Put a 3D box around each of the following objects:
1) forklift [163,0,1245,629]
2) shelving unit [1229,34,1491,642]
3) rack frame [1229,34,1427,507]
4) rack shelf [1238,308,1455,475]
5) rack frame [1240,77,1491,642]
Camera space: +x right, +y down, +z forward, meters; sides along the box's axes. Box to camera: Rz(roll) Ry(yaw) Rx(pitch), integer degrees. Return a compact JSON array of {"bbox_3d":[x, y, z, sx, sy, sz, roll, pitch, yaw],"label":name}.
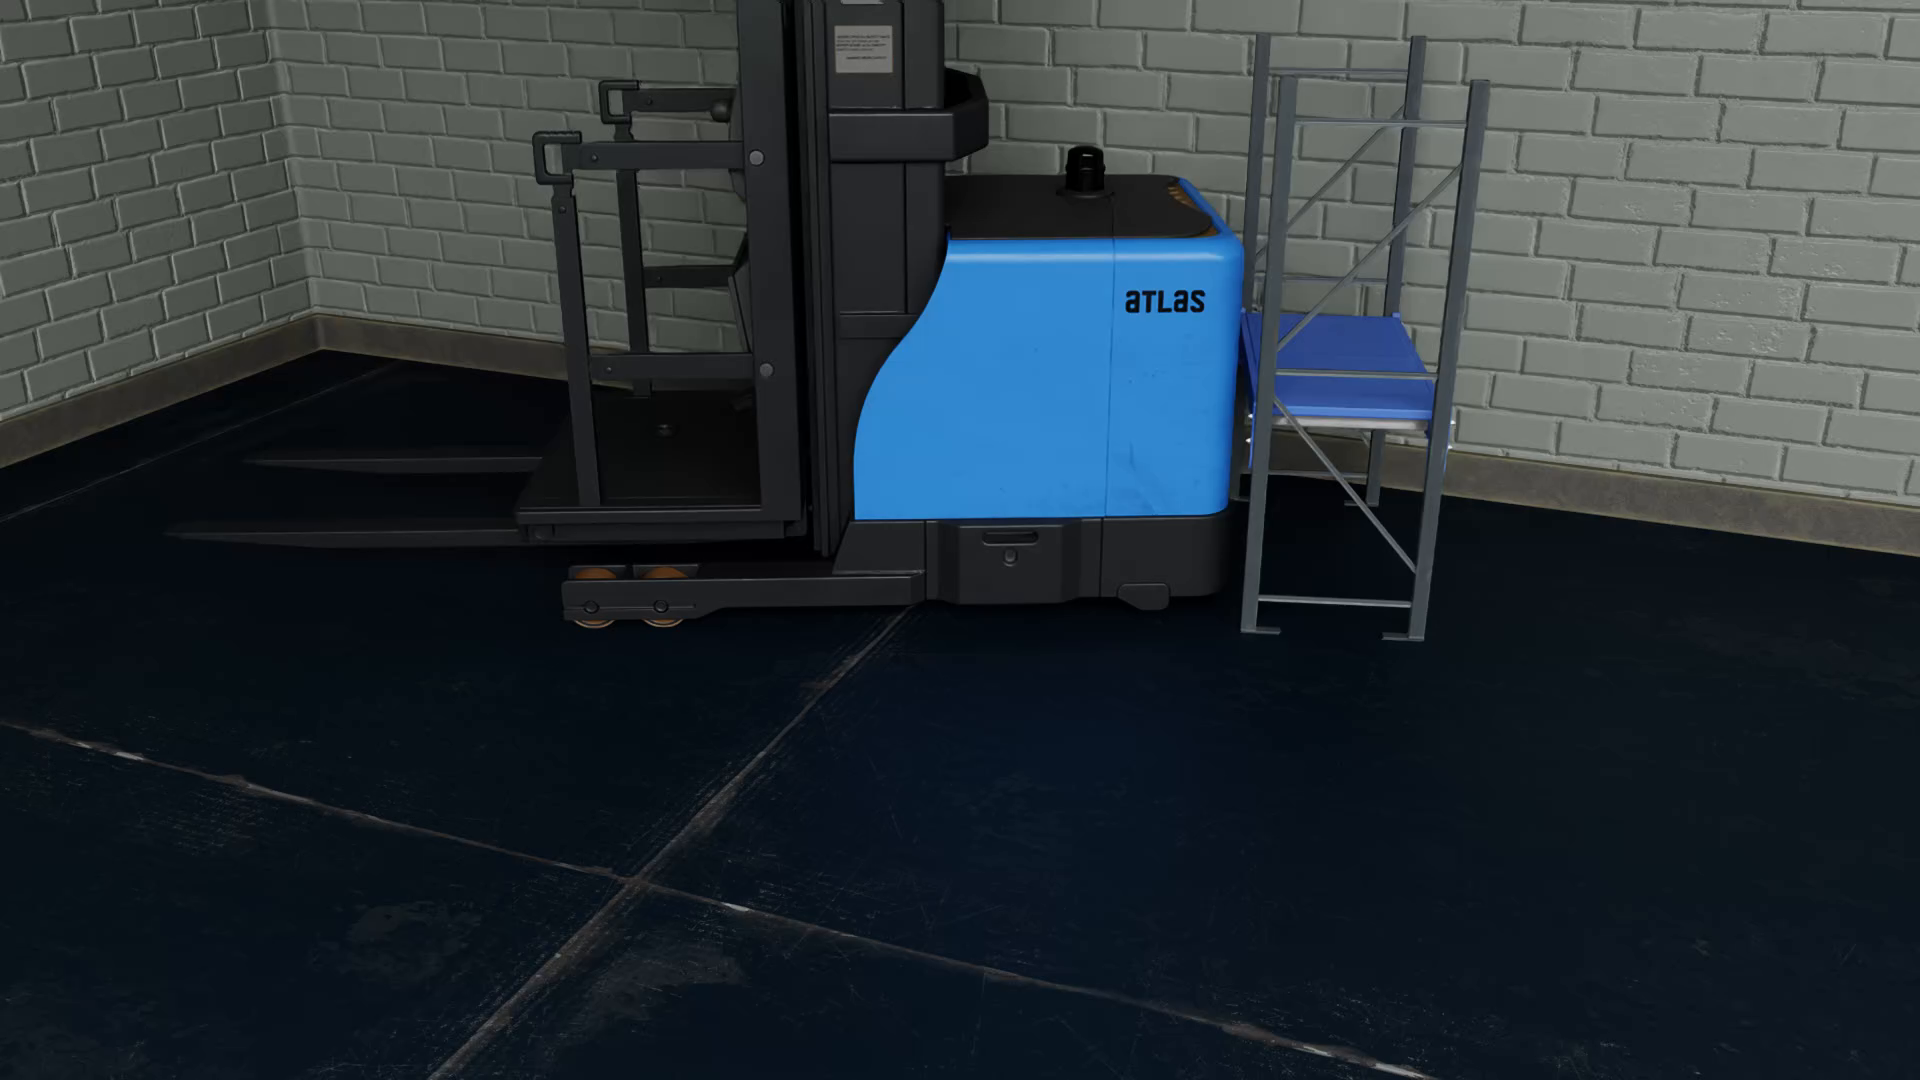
[{"bbox_3d":[-0.760,-1.312,4.587,3.031,2.935,1.130,-1,23,-2],"label":"forklift"},{"bbox_3d":[1.085,-0.623,4.796,0.538,1.500,1.048,2,23,6],"label":"shelving unit"},{"bbox_3d":[1.140,-0.818,5.263,0.500,1.500,0.032,2,23,6],"label":"rack frame"},{"bbox_3d":[1.085,-0.457,4.866,0.538,0.185,1.000,2,23,6],"label":"rack shelf"},{"bbox_3d":[1.031,-0.428,4.330,0.500,1.500,0.032,2,23,6],"label":"rack frame"}]
